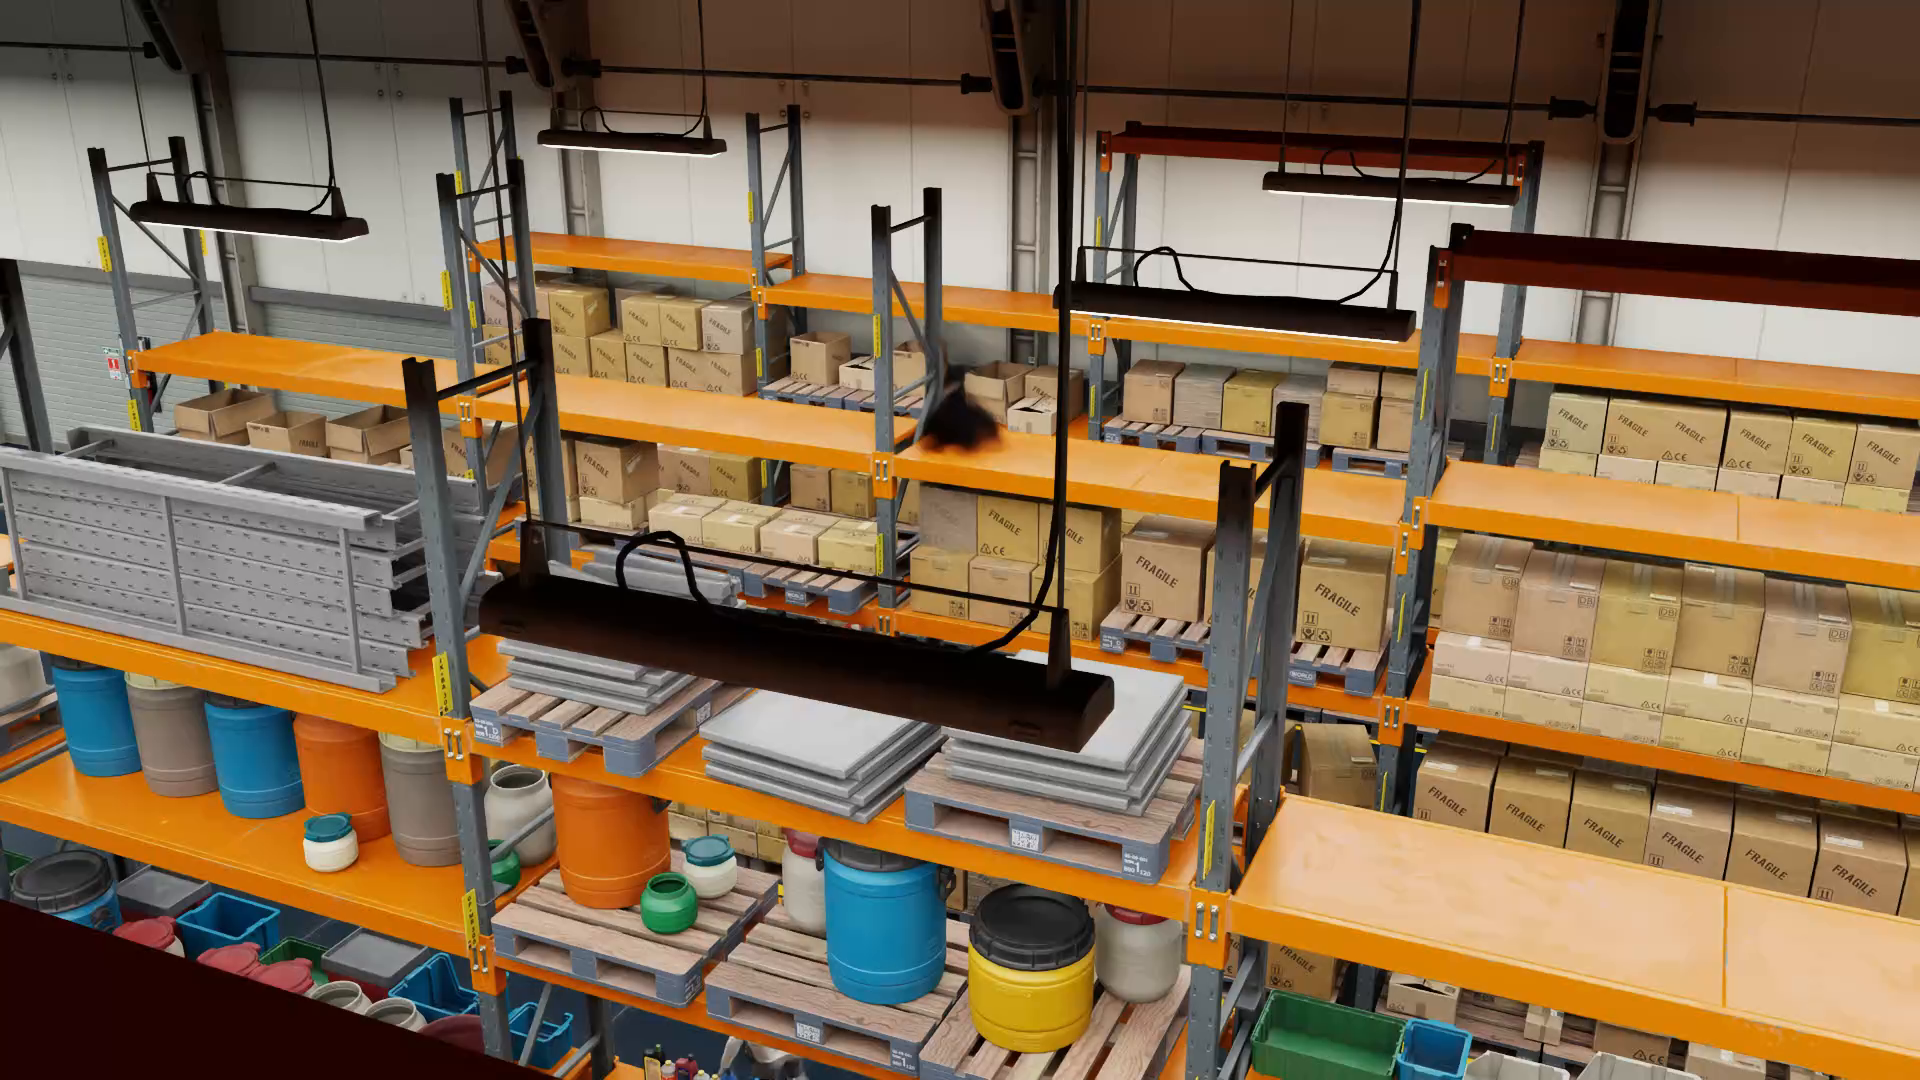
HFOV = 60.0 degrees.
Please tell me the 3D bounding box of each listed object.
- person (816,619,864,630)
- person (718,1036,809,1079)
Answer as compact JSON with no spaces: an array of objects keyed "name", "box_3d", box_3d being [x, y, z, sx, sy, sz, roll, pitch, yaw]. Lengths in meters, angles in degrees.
[{"name":"person","box_3d":[-1.159,1.134,17.116,0.878,1.761,0.653,5,21,12]},{"name":"person","box_3d":[-1.226,3.463,11.179,0.728,1.586,0.601,-16,26,-36]}]
